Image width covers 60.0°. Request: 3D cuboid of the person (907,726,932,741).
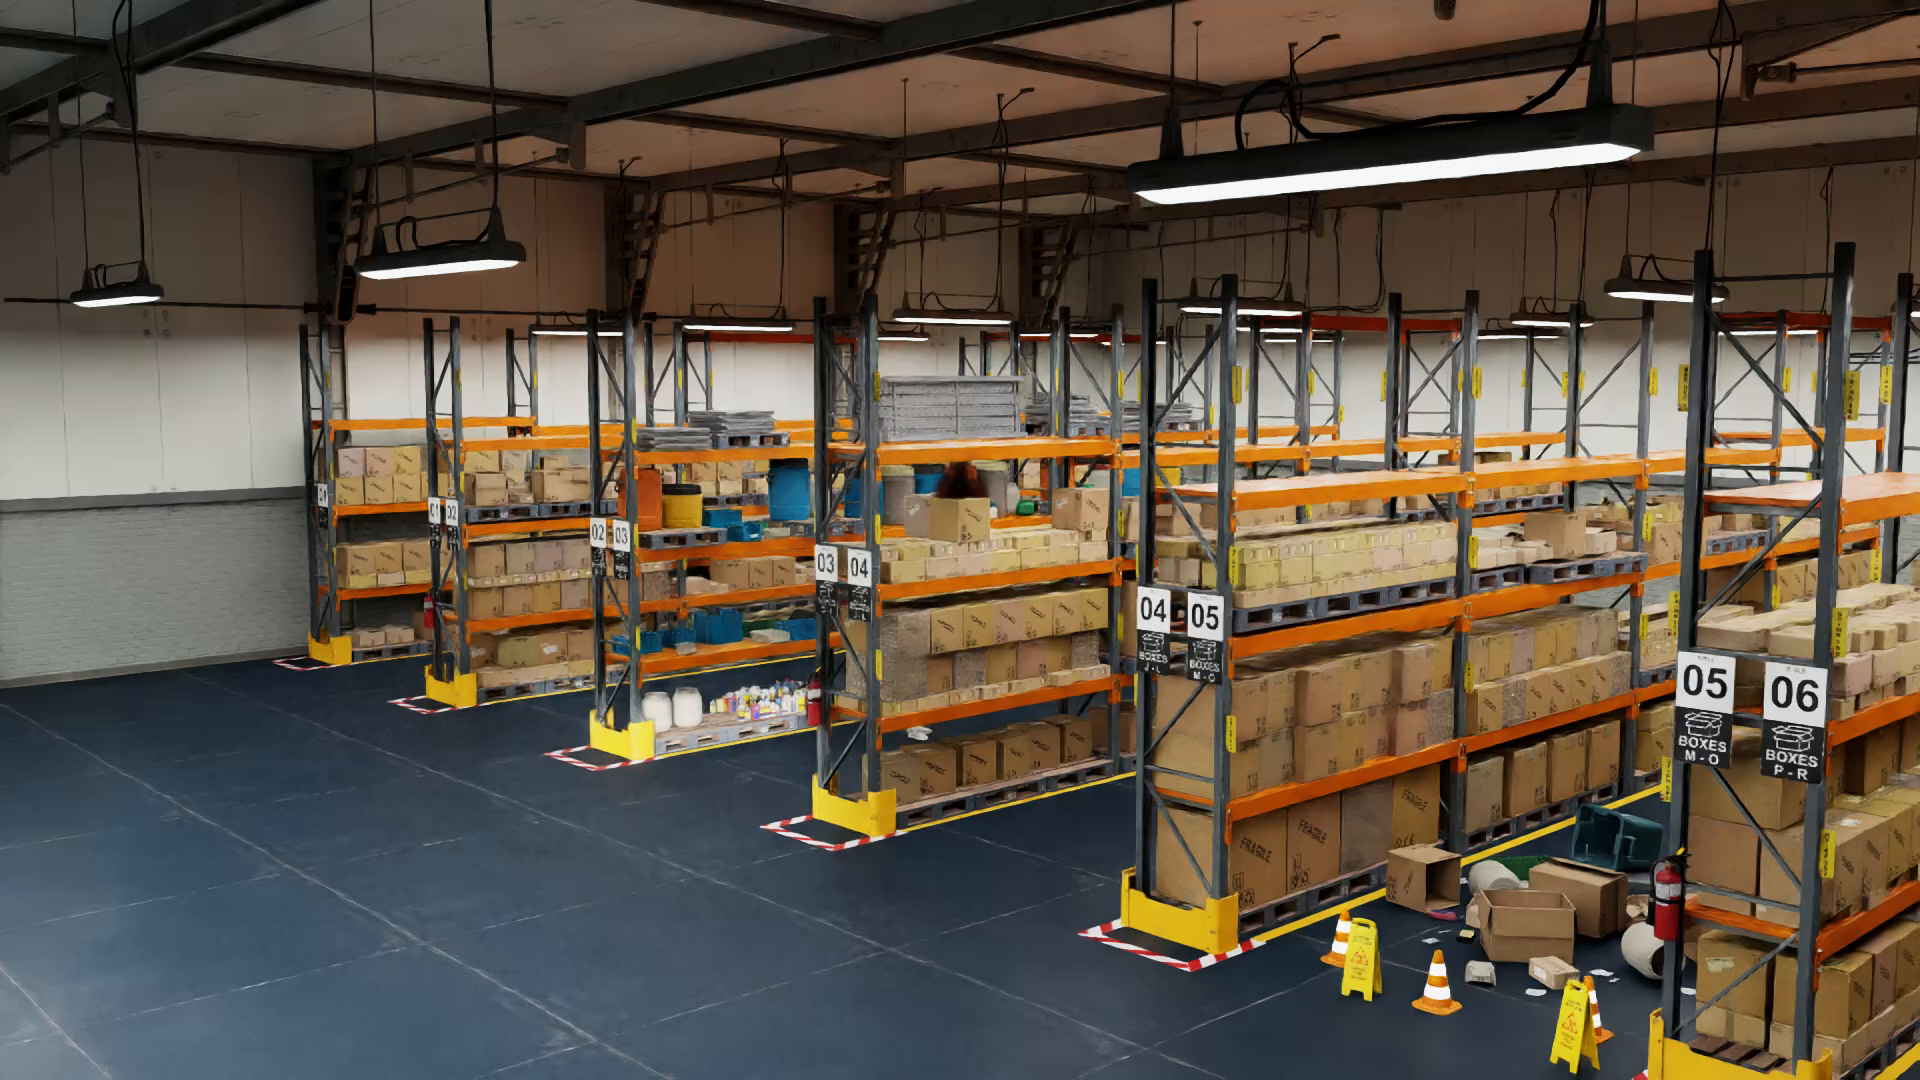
[{"bbox_3d":[-0.522,1.906,23.568,0.617,1.769,0.646,-5,8,-42],"label":"person"}]
